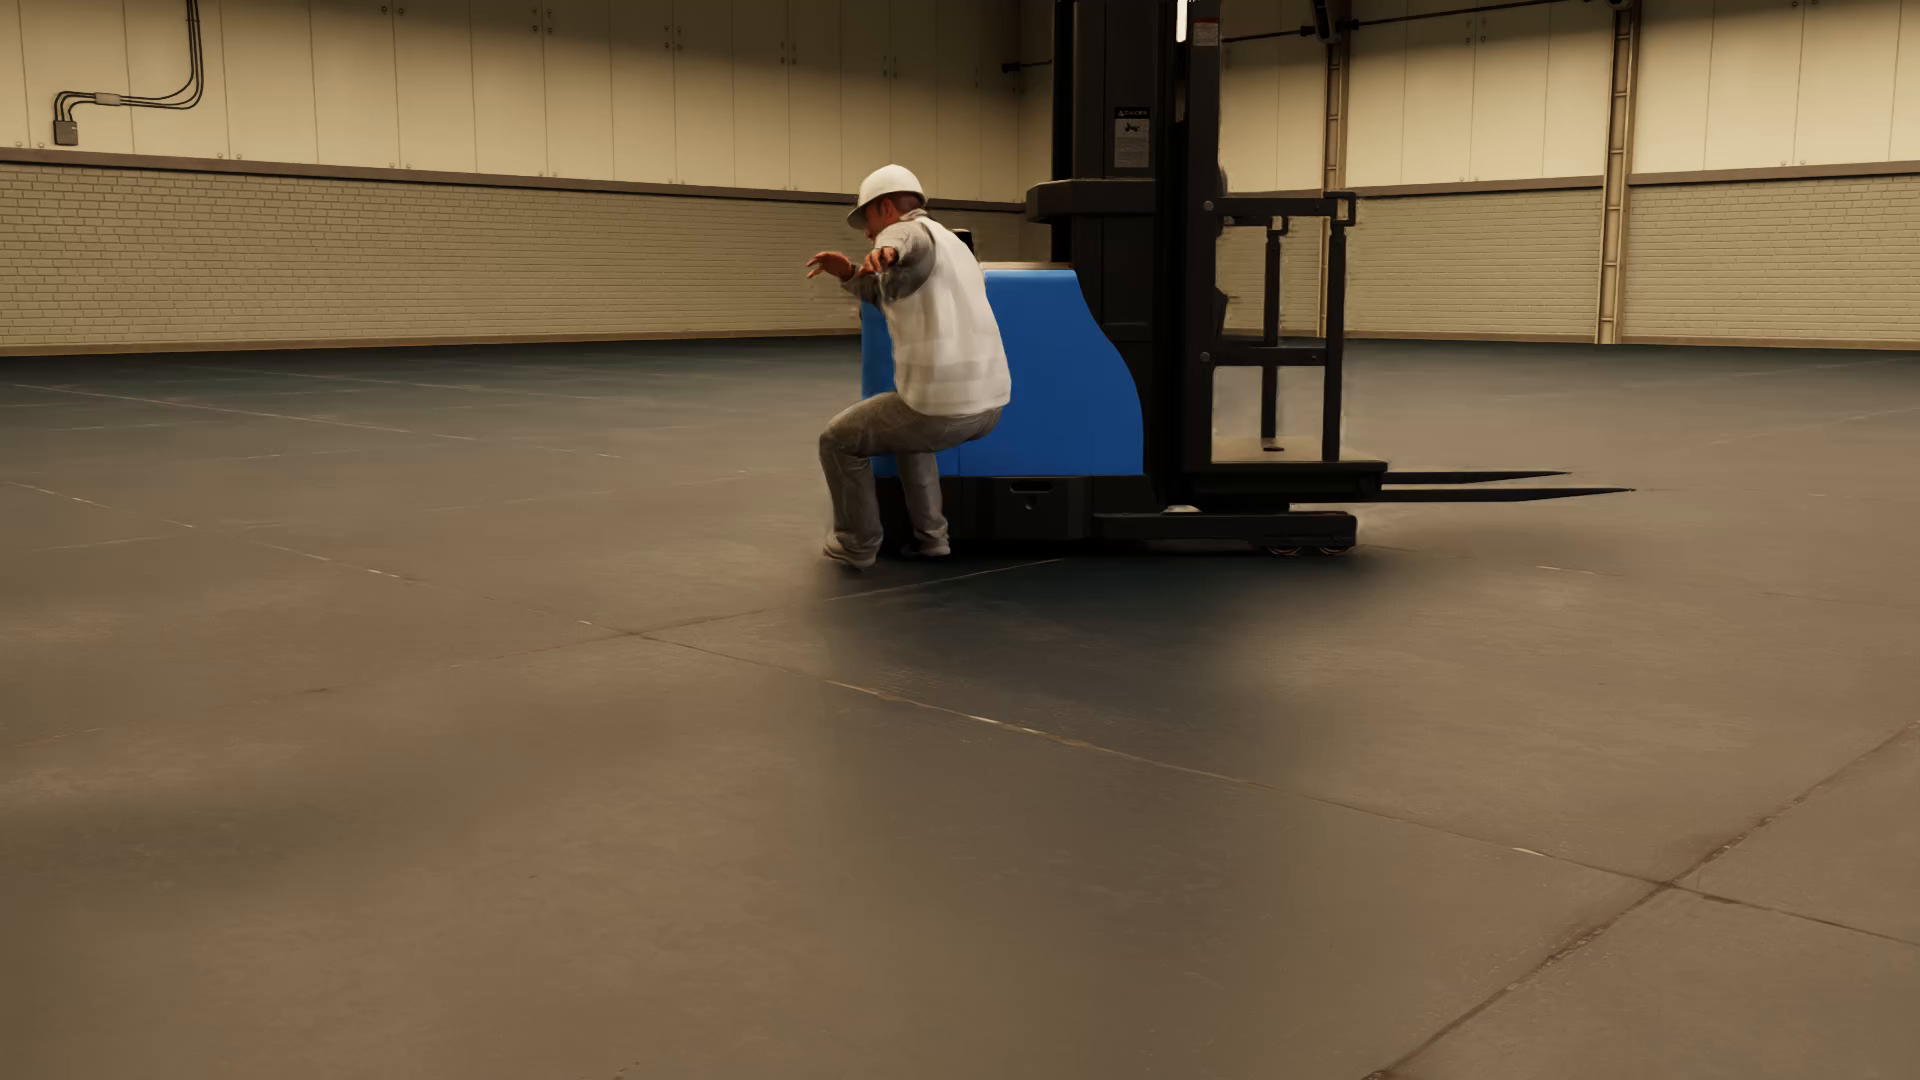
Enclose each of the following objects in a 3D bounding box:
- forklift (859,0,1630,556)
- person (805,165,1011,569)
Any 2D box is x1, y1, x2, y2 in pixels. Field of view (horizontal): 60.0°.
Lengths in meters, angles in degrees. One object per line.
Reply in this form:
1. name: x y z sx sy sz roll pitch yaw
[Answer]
1. forklift: 1.111 -1.465 6.606 3.031 2.935 1.130 0 9 -3
2. person: -0.283 -0.547 5.652 0.839 1.456 1.278 5 10 29
